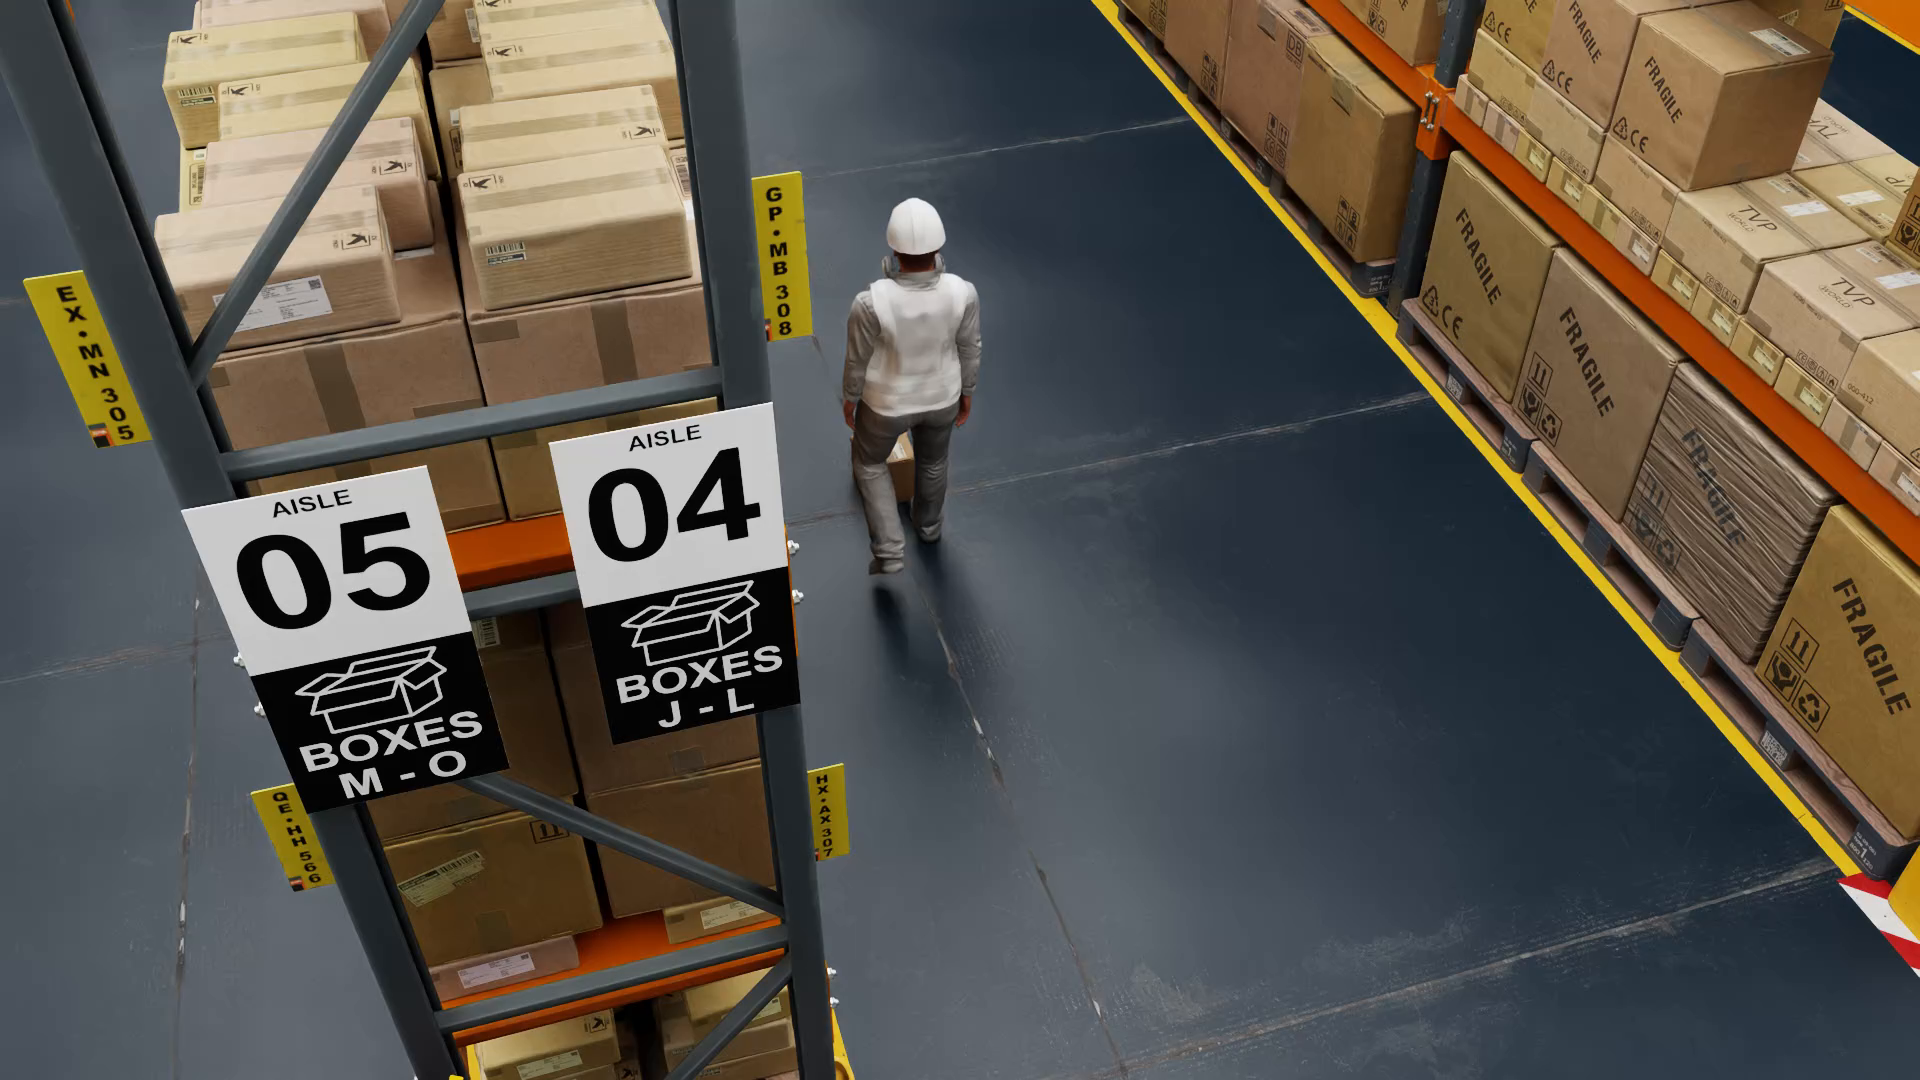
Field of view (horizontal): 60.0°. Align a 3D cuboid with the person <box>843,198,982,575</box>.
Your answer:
[{"bbox_3d":[-0.209,-0.614,6.811,0.559,1.772,0.633,-12,43,-13],"label":"person"}]
